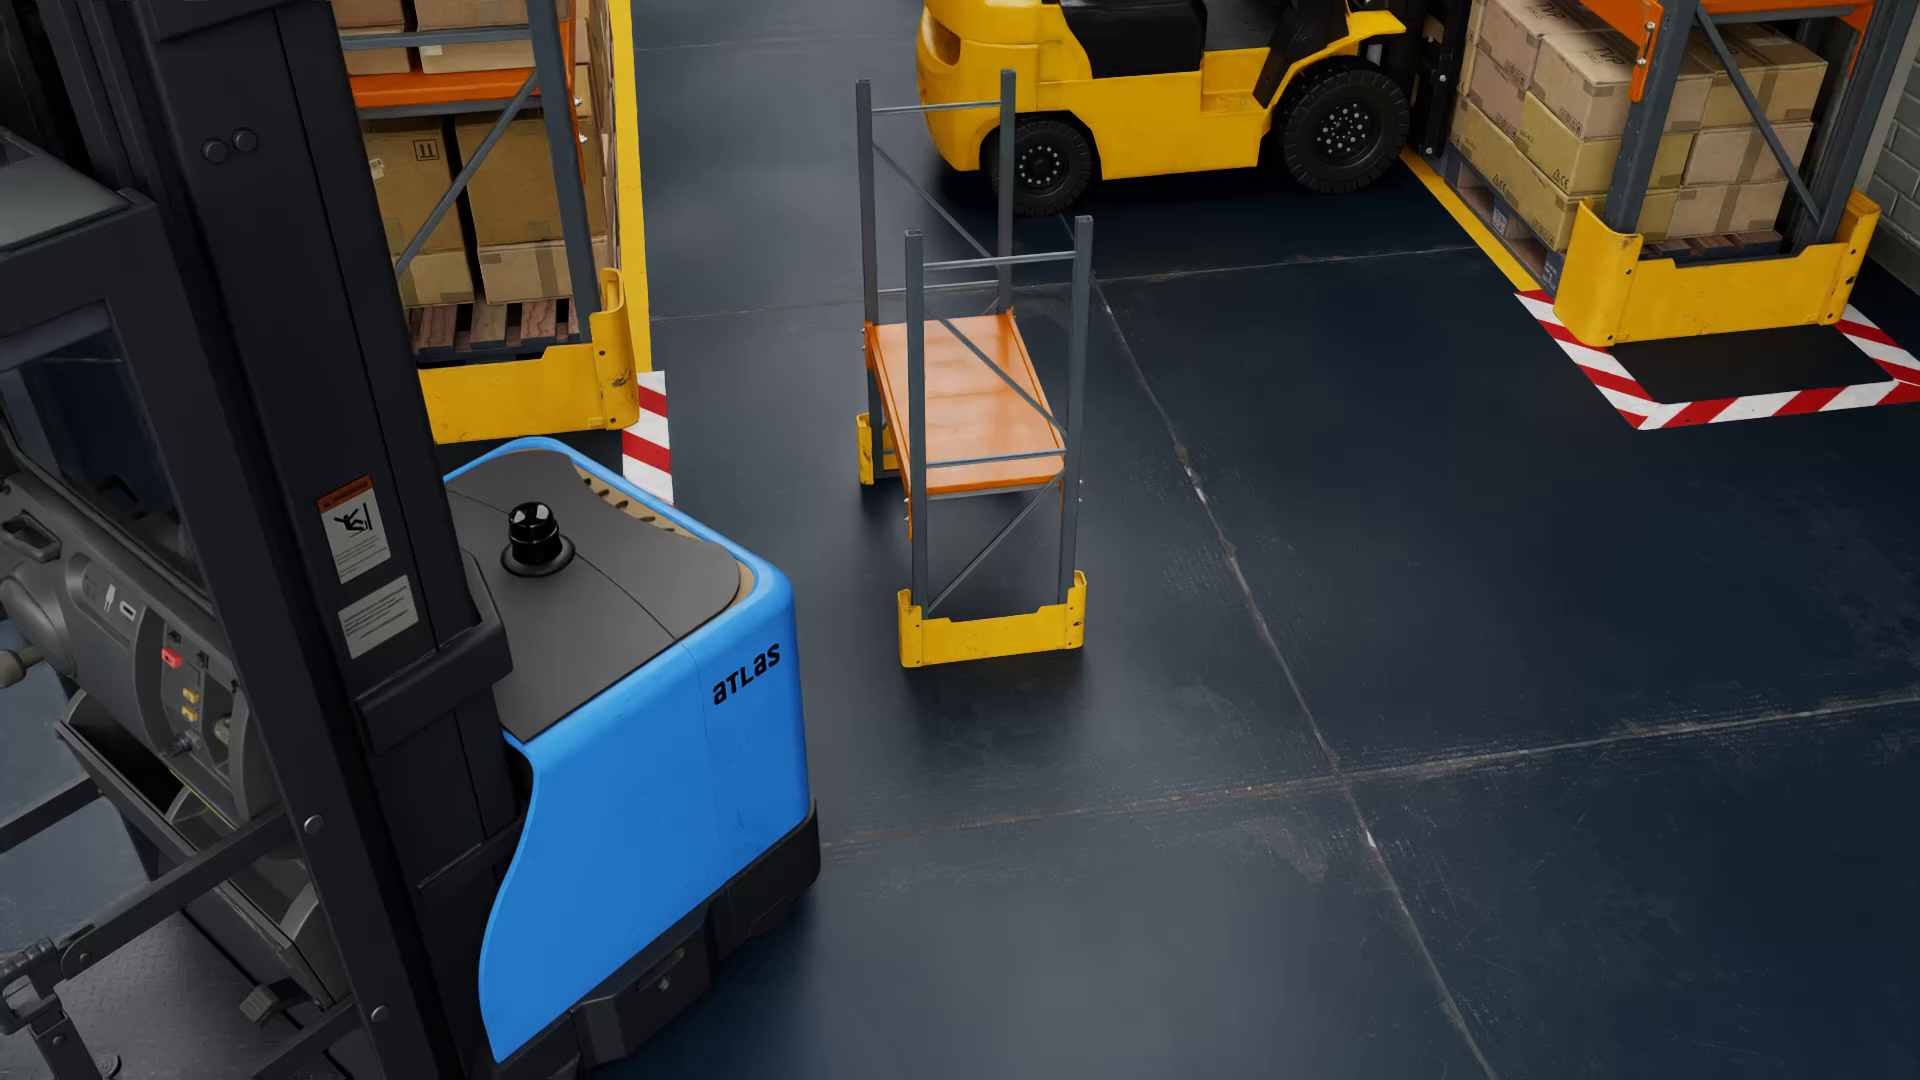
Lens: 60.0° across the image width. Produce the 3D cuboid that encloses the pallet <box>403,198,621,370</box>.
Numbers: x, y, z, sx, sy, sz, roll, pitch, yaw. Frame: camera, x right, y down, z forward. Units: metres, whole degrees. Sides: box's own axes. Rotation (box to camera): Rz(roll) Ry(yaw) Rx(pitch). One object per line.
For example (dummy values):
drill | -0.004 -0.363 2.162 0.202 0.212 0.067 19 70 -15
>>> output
pallet | -1.927 -1.048 6.927 1.003 0.211 1.213 -6 38 -8

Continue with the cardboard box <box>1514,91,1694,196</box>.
cardboard box | 2.687 -1.683 6.962 0.500 0.250 0.500 -7 38 -9

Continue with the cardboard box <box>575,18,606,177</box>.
cardboard box | -1.776 -1.831 6.950 0.500 0.500 0.500 -8 38 -10

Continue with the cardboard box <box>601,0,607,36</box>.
cardboard box | -2.139 -2.777 8.778 0.500 0.250 0.500 -5 38 -6

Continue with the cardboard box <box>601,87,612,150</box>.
cardboard box | -1.865 -1.843 7.576 0.500 0.250 0.500 -4 38 -5

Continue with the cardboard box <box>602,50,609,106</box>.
cardboard box | -1.951 -2.148 7.969 0.500 0.250 0.500 -6 38 -7

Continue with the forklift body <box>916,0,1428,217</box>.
forklift body | 0.952 -2.759 7.548 2.313 2.155 1.214 -6 38 -8

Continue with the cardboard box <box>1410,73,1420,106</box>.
cardboard box | 2.417 -2.391 8.281 0.500 0.250 0.500 -5 38 -7

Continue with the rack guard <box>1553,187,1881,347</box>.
rack guard | 3.084 -1.143 6.814 1.175 0.500 0.348 -6 38 -8

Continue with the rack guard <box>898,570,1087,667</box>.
rack guard | 0.101 0.248 5.227 0.587 0.250 0.087 -6 38 -8

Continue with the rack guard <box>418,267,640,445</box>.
rack guard | -1.819 -0.668 6.202 1.175 0.500 0.348 -6 38 -8

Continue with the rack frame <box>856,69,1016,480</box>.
rack frame | -0.074 -0.848 5.619 0.500 1.500 0.032 -6 38 -8

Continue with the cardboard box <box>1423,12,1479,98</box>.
cardboard box | 2.499 -2.296 7.752 0.500 0.250 0.500 -7 38 -9

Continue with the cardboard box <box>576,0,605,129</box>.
cardboard box | -1.856 -2.135 7.341 0.500 0.500 0.500 -6 38 -7

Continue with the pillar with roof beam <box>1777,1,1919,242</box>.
pillar with roof beam | -0.393 -4.568 4.295 9.100 9.000 0.400 -6 38 -8

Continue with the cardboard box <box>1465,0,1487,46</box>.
cardboard box | 2.499 -2.476 7.576 0.500 0.250 0.500 -6 38 -7

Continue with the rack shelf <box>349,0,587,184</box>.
rack shelf | -2.157 -2.533 7.151 1.077 0.370 4.000 -6 38 -8

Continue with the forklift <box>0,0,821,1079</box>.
forklift | -1.718 0.270 3.013 1.130 2.935 3.031 28 46 31

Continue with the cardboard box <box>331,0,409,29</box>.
cardboard box | -2.172 -2.064 5.638 0.500 0.500 0.500 -7 38 -9

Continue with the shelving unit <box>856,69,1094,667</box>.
shelving unit | 0.013 -0.546 5.231 0.587 1.500 1.083 -6 38 -8

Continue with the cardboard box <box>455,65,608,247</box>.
cardboard box | -1.680 -1.516 6.544 0.500 0.500 0.500 -7 38 -9

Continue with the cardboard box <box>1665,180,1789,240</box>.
cardboard box | 3.187 -1.543 7.190 0.500 0.250 0.500 -6 38 -8

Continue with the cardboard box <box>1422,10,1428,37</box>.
cardboard box | 2.414 -2.599 8.142 0.500 0.250 0.500 -6 38 -8

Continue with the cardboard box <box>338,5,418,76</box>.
cardboard box | -2.082 -1.712 5.714 0.380 0.149 0.250 -5 38 -6

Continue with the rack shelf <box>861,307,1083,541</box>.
rack shelf | 0.015 -0.399 5.334 0.538 0.185 1.000 -6 38 -8

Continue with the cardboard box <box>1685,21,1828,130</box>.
cardboard box | 3.182 -1.930 6.874 0.500 0.250 0.500 -7 38 -9

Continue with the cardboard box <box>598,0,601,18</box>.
cardboard box | -2.048 -2.765 8.152 0.500 0.500 0.500 -6 38 -7

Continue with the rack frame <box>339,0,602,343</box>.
rack frame | -1.806 -1.609 5.376 1.000 3.000 0.127 -6 38 -8

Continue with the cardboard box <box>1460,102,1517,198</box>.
cardboard box | 2.609 -1.776 7.490 0.500 0.250 0.500 -6 38 -8

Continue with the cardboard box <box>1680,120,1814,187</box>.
cardboard box | 3.202 -1.729 7.022 0.500 0.250 0.500 -6 38 -7

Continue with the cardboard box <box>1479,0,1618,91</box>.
cardboard box | 2.597 -2.172 7.185 0.500 0.250 0.500 -6 38 -7

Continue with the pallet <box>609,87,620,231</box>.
pallet | -2.137 -1.783 7.873 1.003 0.211 1.213 -6 38 -8

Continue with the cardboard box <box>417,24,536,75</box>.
cardboard box | -1.662 -1.737 5.746 0.380 0.149 0.250 -6 38 -8

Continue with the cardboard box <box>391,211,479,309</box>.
cardboard box | -2.217 -1.163 6.700 0.500 0.250 0.500 -6 38 -8

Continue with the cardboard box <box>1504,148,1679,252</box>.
cardboard box | 2.687 -1.475 7.102 0.500 0.250 0.500 -6 38 -8

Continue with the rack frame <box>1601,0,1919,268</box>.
rack frame | 3.080 -2.145 6.066 1.000 3.000 0.127 -6 38 -8

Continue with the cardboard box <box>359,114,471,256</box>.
cardboard box | -2.203 -1.441 6.447 0.500 0.500 0.500 -6 38 -8

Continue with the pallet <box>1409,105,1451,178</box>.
pallet | 2.694 -2.237 8.457 1.003 0.211 1.213 -6 38 -8

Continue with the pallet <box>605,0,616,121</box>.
pallet | -2.355 -2.522 8.824 1.003 0.211 1.213 -6 38 -8

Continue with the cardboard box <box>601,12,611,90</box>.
cardboard box | -2.036 -2.456 8.365 0.500 0.250 0.500 -7 38 -9

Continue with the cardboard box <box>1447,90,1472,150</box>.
cardboard box | 2.530 -2.079 7.880 0.500 0.250 0.500 -6 38 -7

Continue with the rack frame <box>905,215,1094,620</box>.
rack frame | 0.104 -0.234 4.828 0.500 1.500 0.032 -6 38 -8

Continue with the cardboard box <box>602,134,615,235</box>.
cardboard box | -1.757 -1.515 7.154 0.500 0.250 0.500 -5 38 -6

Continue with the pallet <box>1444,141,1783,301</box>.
pallet | 2.905 -1.501 7.510 1.003 0.211 1.213 -6 38 -8

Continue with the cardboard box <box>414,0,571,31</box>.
cardboard box | -1.616 -2.082 5.661 0.500 0.500 0.500 -7 38 -9

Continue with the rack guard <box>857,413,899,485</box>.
rack guard | -0.074 -0.353 6.001 0.587 0.250 0.087 -6 38 -8

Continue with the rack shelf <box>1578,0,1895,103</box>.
rack shelf | 2.730 -3.069 7.842 1.077 0.370 4.000 -6 38 -8

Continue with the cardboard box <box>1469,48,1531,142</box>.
cardboard box | 2.610 -1.987 7.354 0.500 0.250 0.500 -7 38 -8

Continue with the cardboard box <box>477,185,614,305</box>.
cardboard box | -1.675 -1.206 6.756 0.500 0.250 0.500 -7 38 -8

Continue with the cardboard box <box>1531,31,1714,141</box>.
cardboard box | 2.692 -1.864 6.789 0.500 0.250 0.500 -5 38 -6

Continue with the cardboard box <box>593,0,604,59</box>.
cardboard box | -1.958 -2.457 7.756 0.500 0.500 0.500 -4 38 -6
